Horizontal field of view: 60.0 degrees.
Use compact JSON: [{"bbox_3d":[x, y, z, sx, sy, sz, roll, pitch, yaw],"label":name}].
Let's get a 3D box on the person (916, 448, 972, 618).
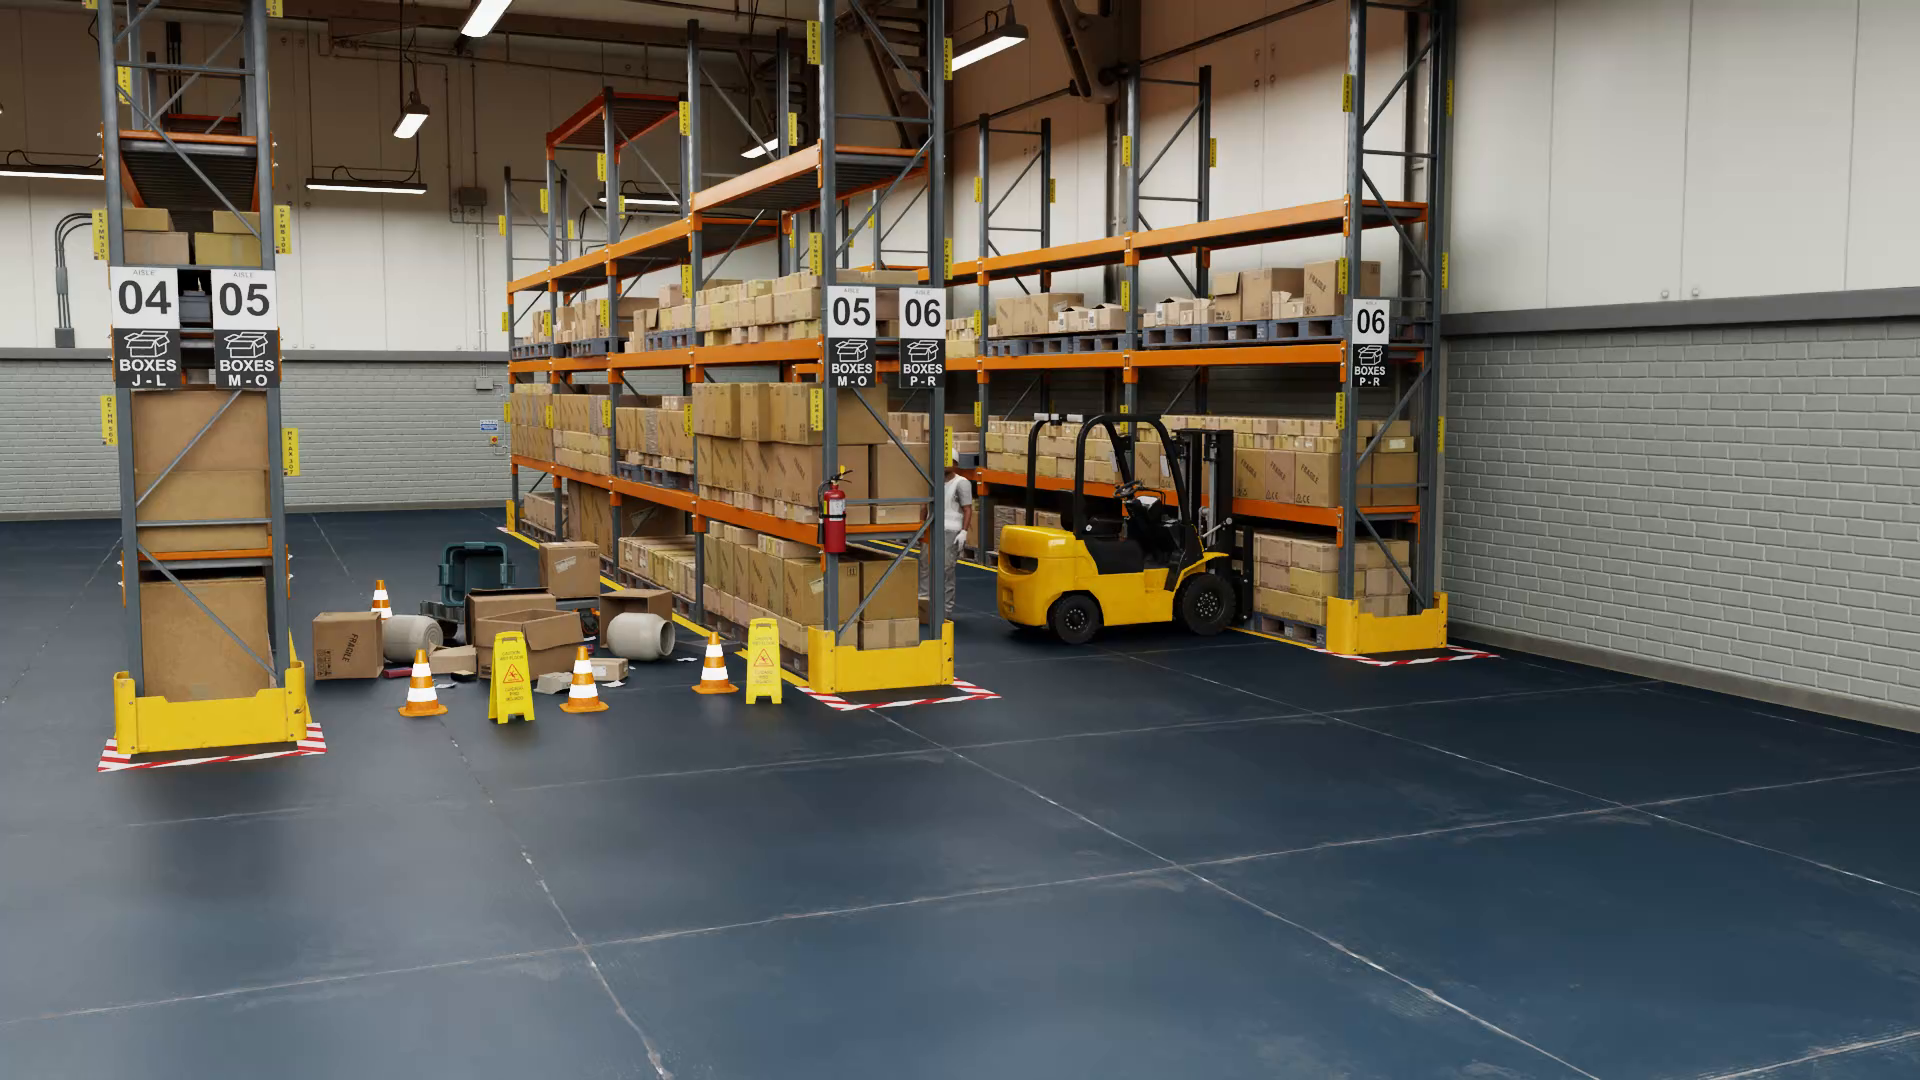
[{"bbox_3d":[-0.225,-0.066,17.207,0.656,1.782,0.577,4,7,37],"label":"person"}]
